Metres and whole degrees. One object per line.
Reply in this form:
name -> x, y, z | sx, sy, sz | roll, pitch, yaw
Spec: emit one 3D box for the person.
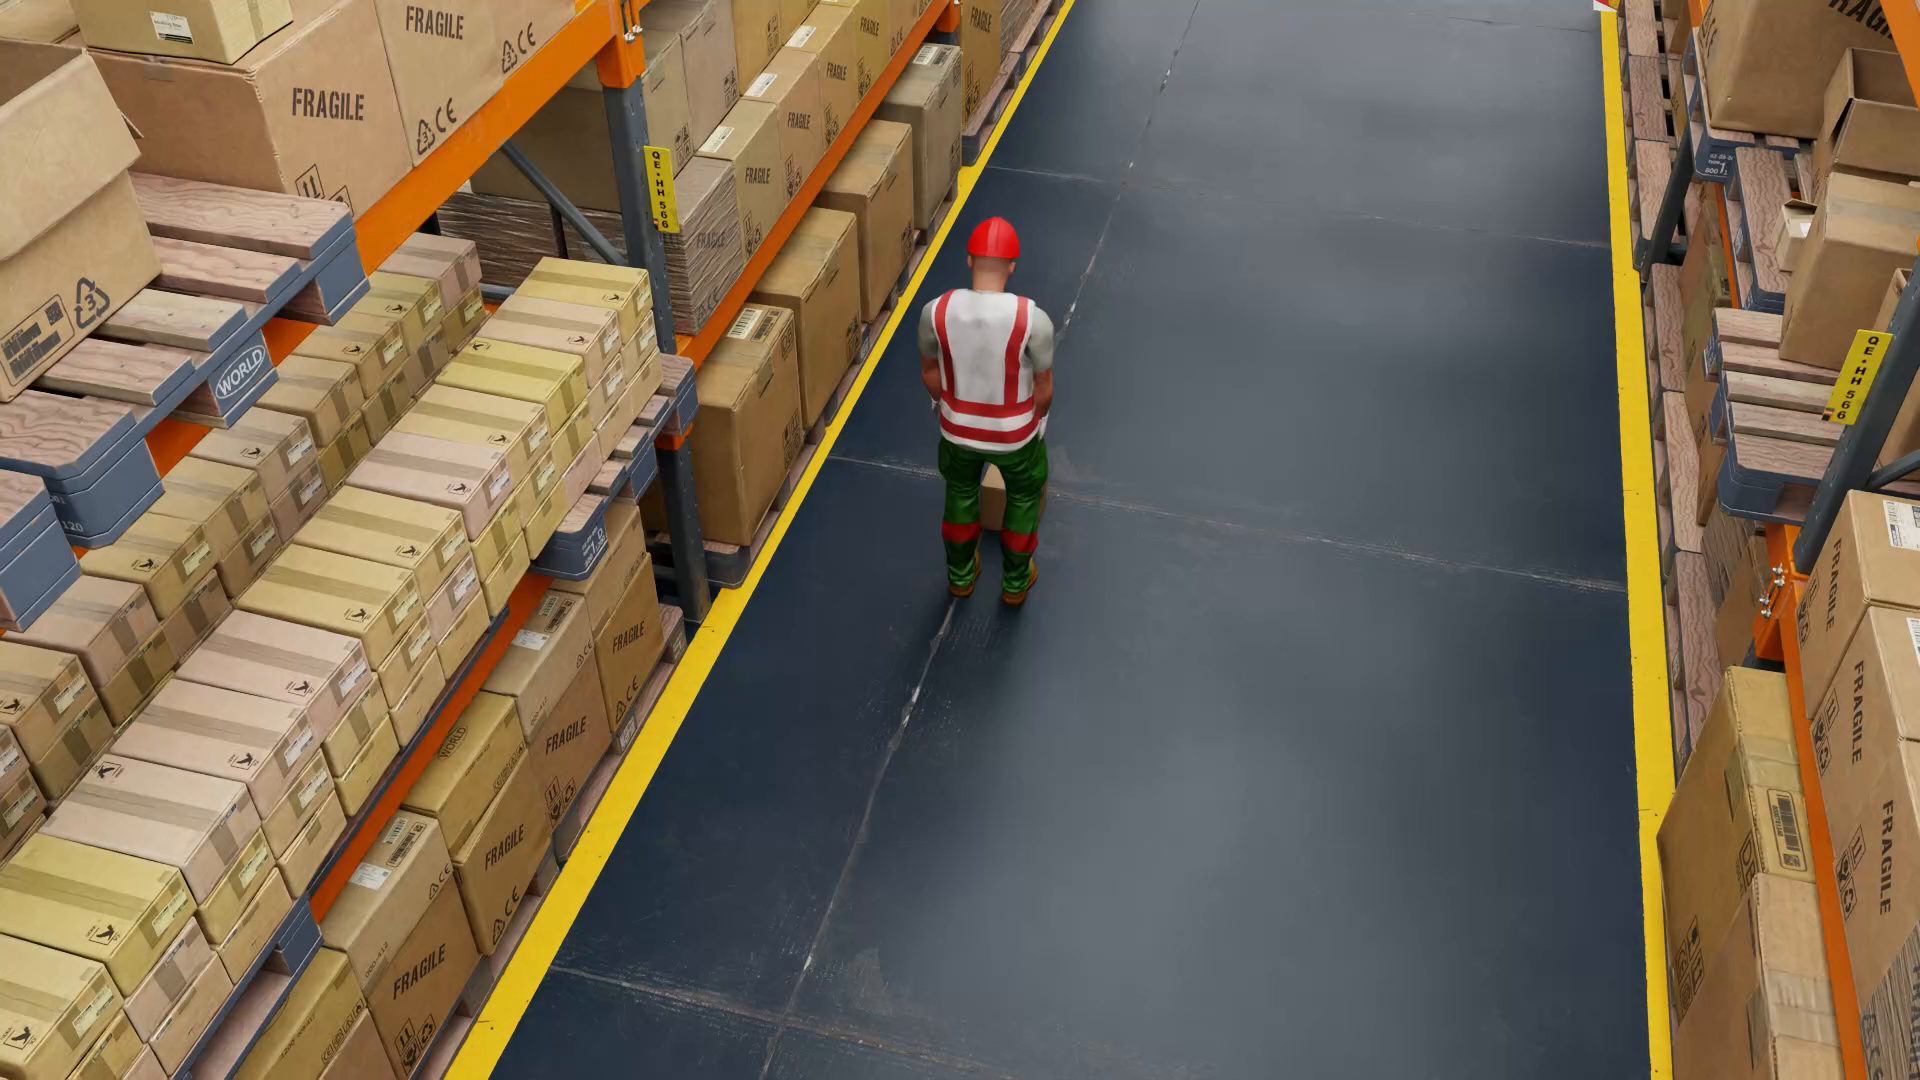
person -> 0.126, -0.274, 7.055 | 0.570, 1.017, 0.874 | 9, 41, 10
